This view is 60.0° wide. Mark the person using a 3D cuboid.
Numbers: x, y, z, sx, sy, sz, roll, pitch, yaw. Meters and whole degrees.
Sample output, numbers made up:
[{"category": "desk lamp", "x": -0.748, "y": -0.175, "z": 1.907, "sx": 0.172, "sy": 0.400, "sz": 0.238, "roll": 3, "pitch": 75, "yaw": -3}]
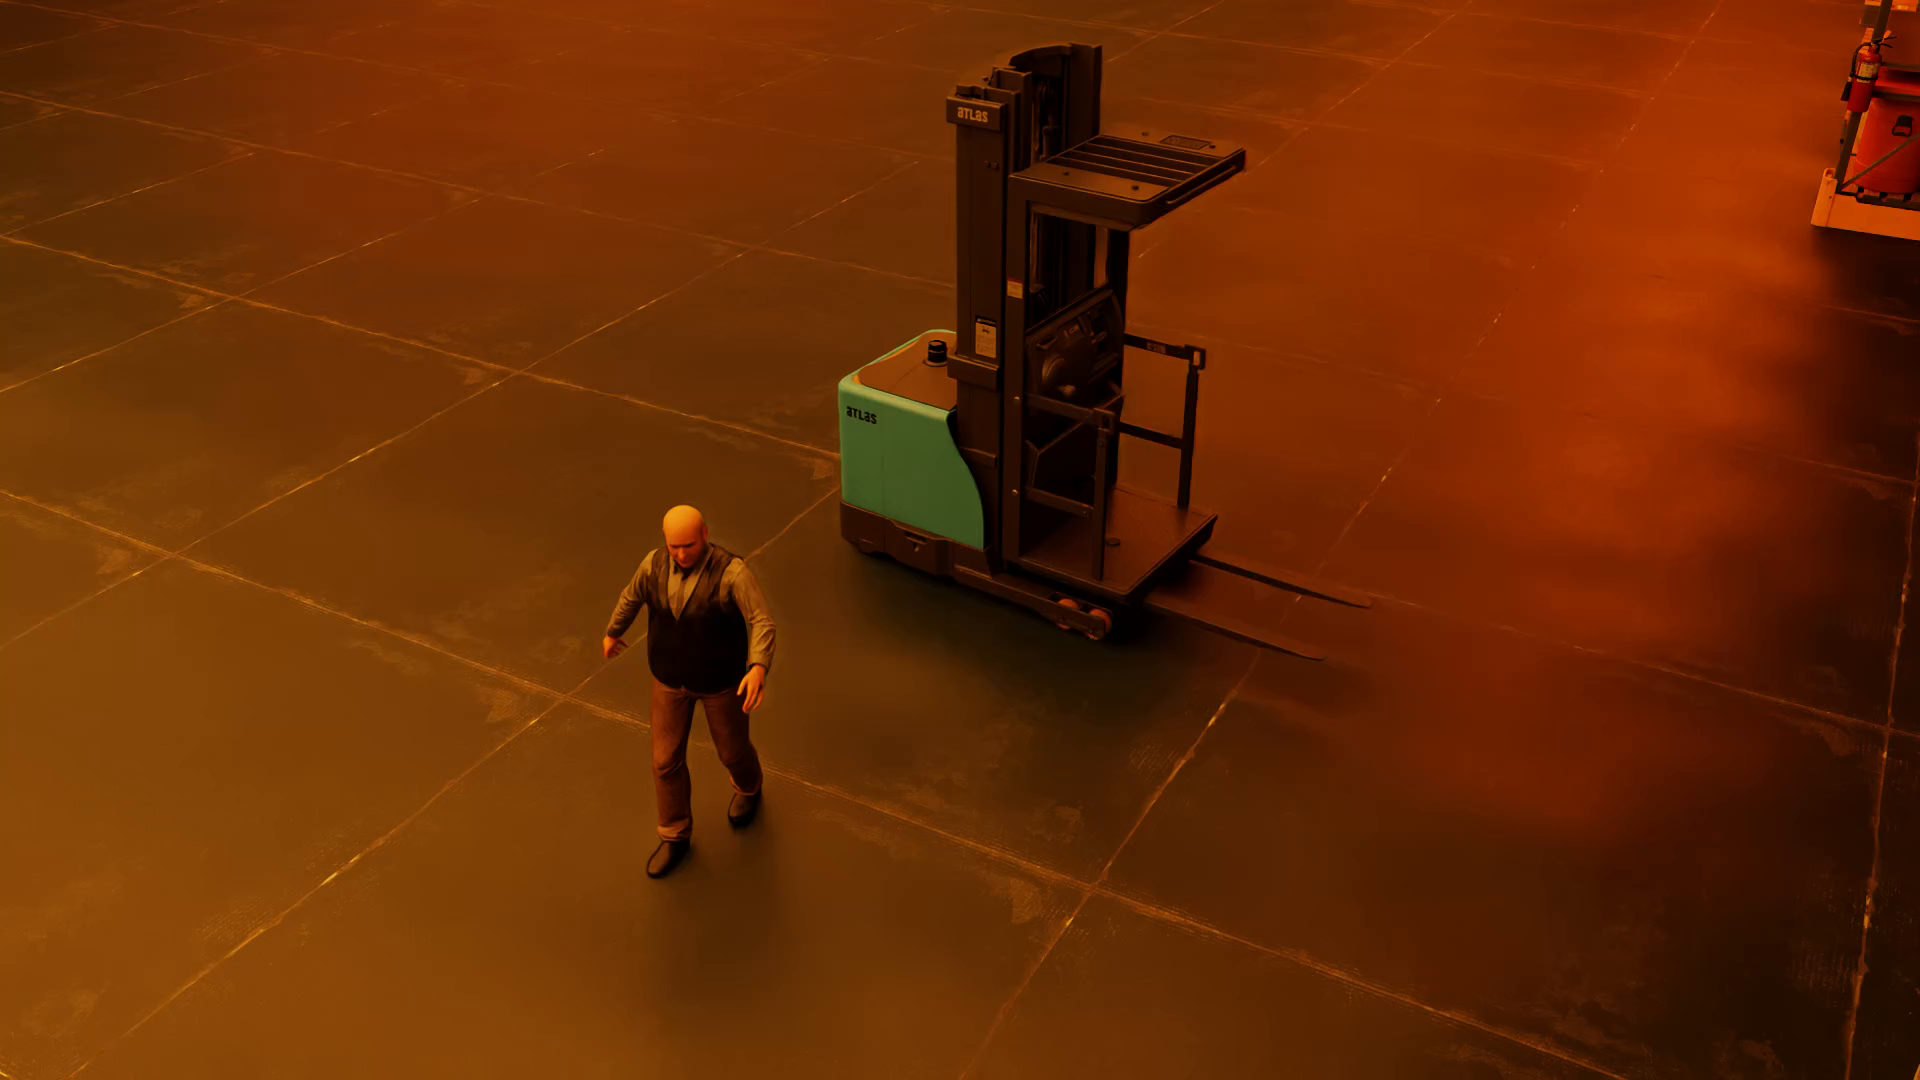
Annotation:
[{"category": "person", "x": -1.193, "y": 0.622, "z": 7.252, "sx": 0.947, "sy": 1.701, "sz": 0.749, "roll": 7, "pitch": 31, "yaw": 13}]

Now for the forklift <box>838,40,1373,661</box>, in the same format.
[{"category": "forklift", "x": 0.793, "y": -1.027, "z": 8.850, "sx": 3.031, "sy": 2.935, "sz": 1.130, "roll": 19, "pitch": 35, "yaw": 29}]
